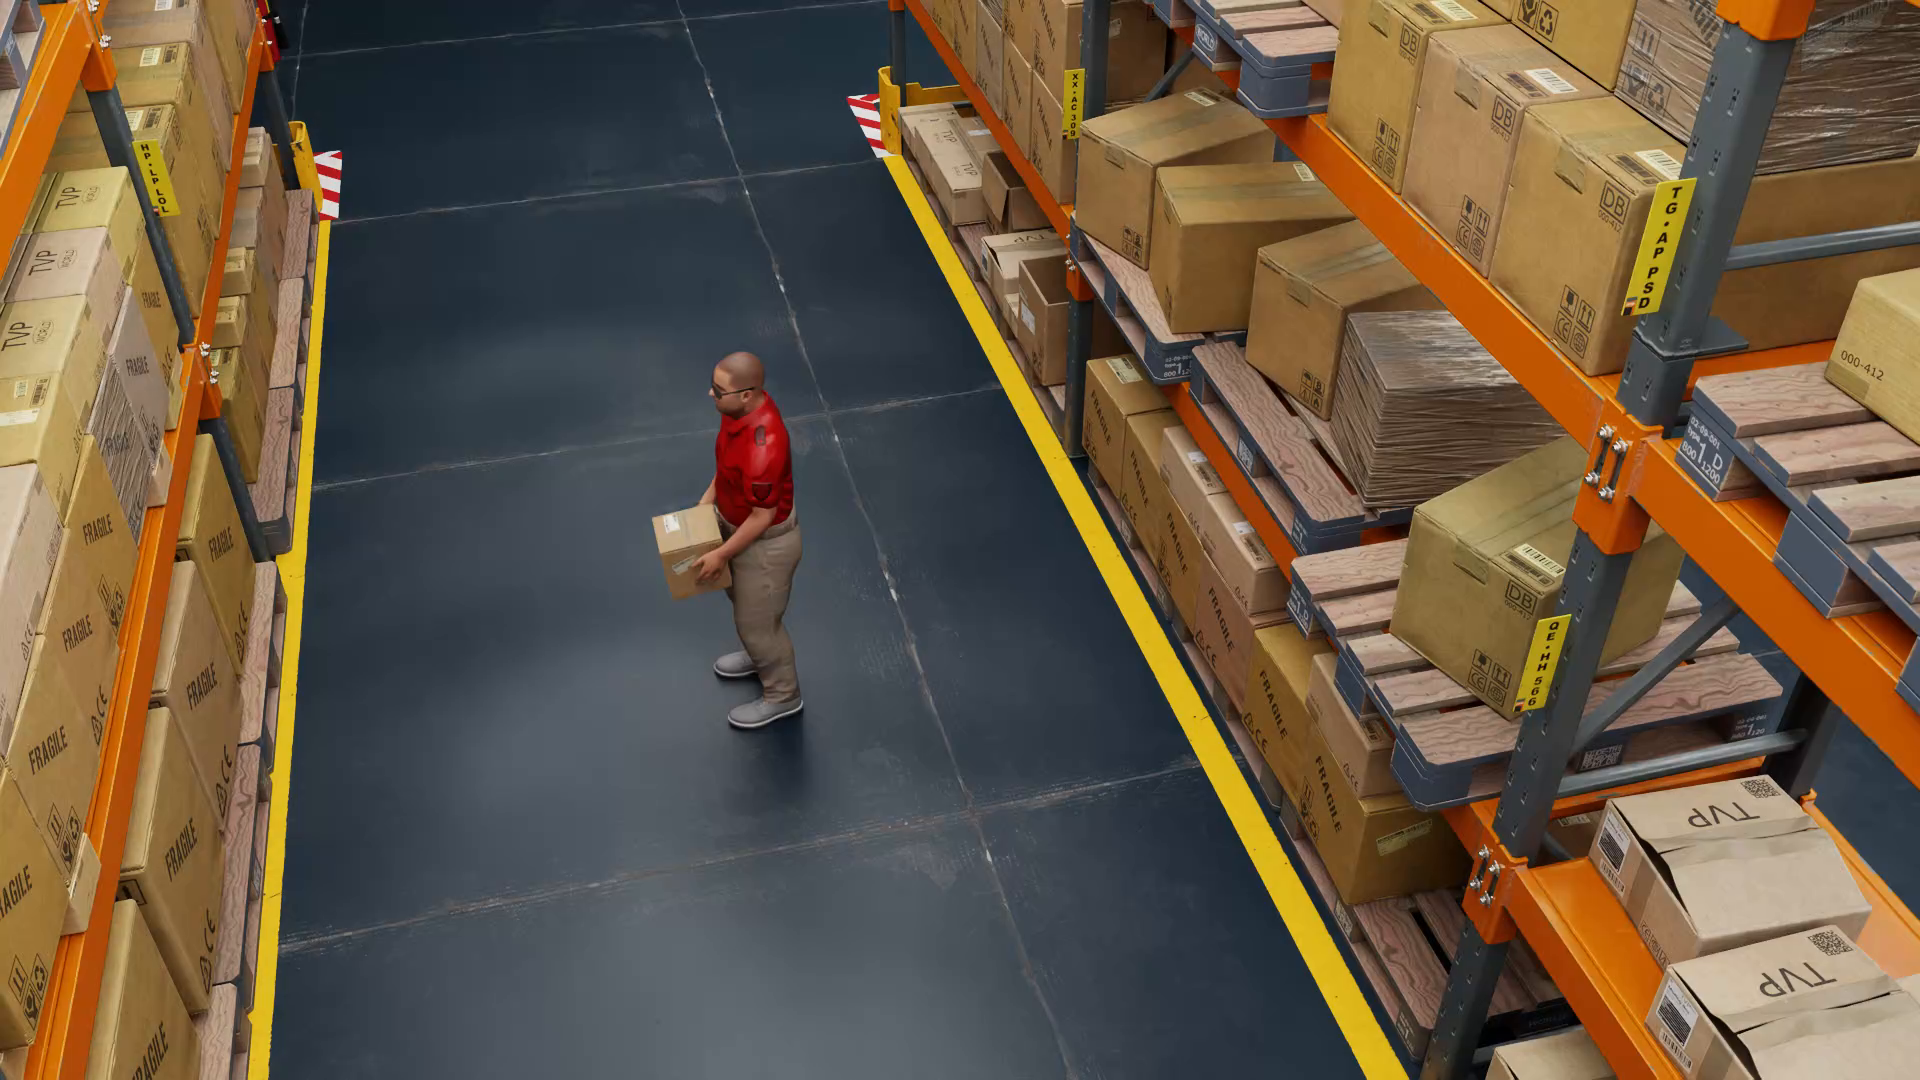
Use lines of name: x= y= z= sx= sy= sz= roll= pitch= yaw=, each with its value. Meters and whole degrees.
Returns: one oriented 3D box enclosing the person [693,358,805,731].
person: x=-0.841 y=-0.005 z=6.733 sx=0.391 sy=1.726 sz=0.582 roll=-11 pitch=39 yaw=-14
